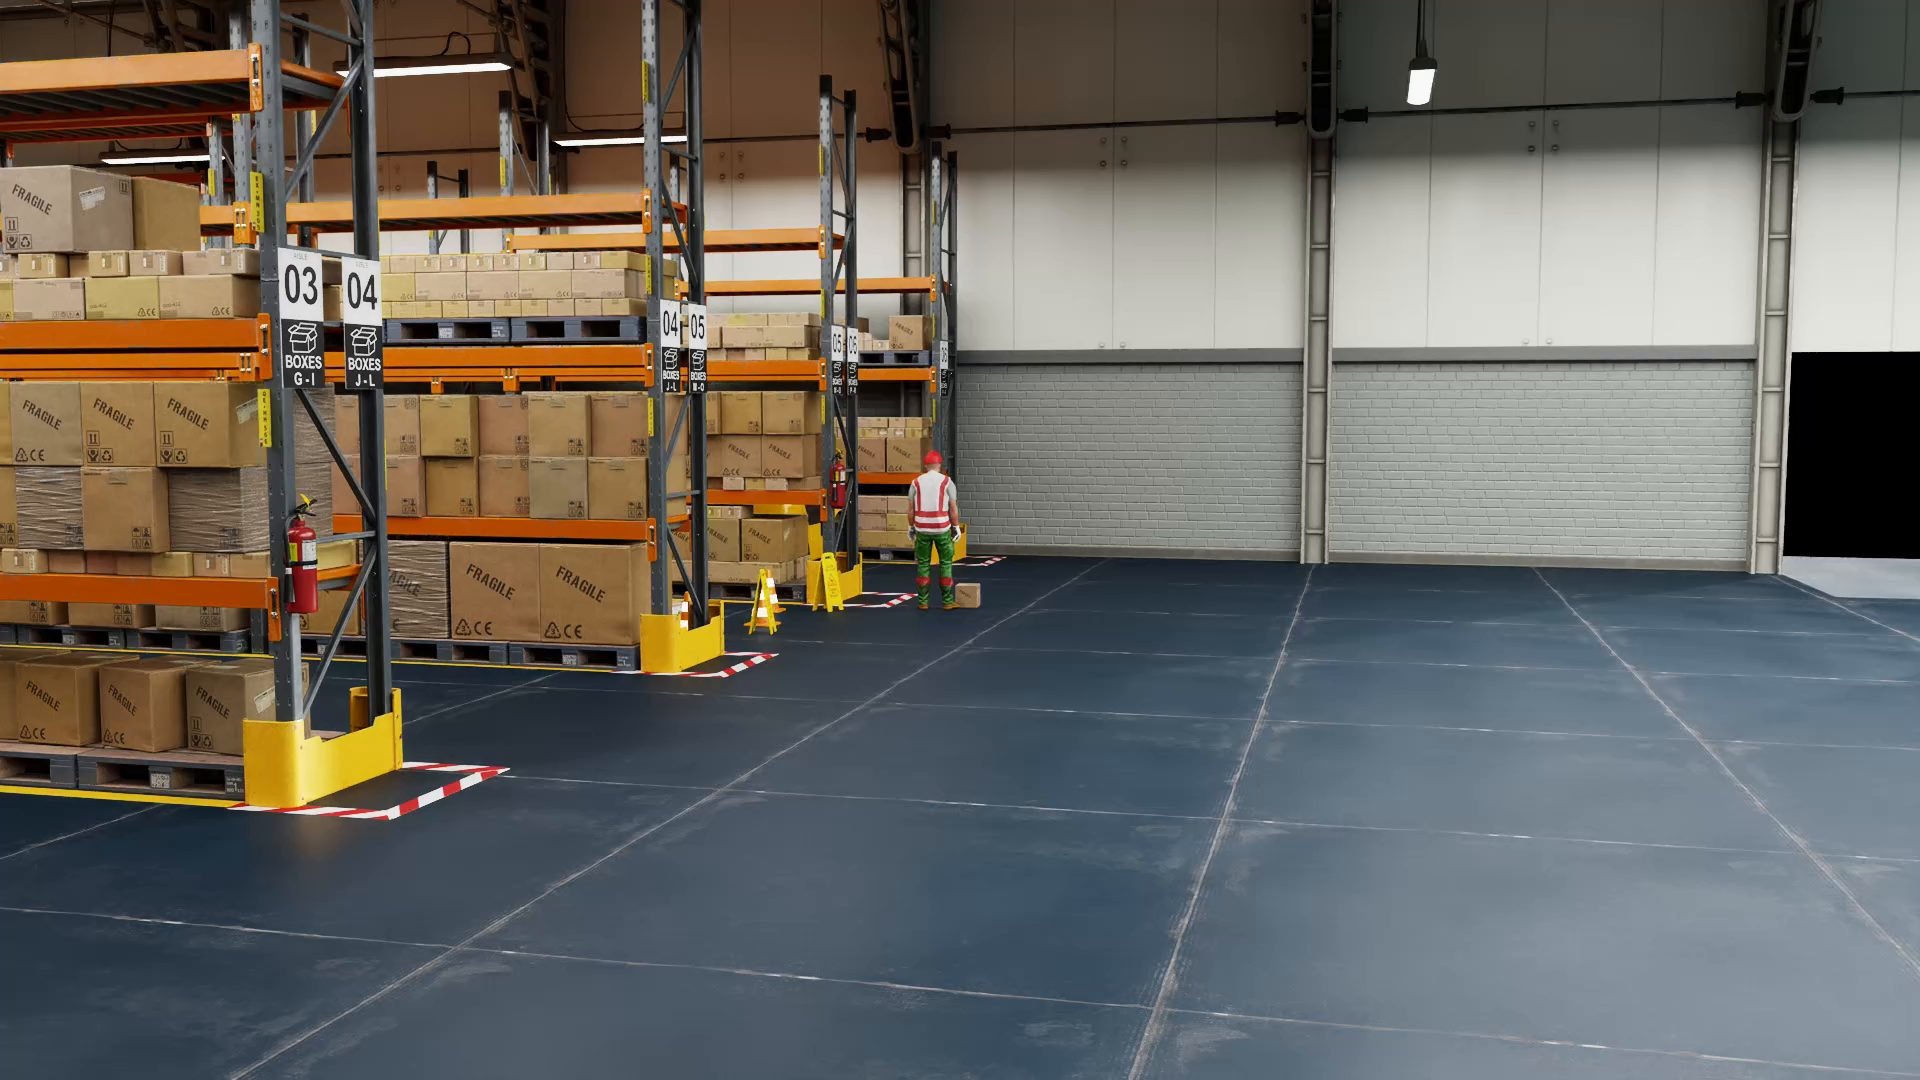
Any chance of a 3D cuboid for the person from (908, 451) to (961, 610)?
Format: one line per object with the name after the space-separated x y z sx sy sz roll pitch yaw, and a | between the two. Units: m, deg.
-0.288 -0.111 18.709 0.604 1.778 0.453 1 5 10 | person
